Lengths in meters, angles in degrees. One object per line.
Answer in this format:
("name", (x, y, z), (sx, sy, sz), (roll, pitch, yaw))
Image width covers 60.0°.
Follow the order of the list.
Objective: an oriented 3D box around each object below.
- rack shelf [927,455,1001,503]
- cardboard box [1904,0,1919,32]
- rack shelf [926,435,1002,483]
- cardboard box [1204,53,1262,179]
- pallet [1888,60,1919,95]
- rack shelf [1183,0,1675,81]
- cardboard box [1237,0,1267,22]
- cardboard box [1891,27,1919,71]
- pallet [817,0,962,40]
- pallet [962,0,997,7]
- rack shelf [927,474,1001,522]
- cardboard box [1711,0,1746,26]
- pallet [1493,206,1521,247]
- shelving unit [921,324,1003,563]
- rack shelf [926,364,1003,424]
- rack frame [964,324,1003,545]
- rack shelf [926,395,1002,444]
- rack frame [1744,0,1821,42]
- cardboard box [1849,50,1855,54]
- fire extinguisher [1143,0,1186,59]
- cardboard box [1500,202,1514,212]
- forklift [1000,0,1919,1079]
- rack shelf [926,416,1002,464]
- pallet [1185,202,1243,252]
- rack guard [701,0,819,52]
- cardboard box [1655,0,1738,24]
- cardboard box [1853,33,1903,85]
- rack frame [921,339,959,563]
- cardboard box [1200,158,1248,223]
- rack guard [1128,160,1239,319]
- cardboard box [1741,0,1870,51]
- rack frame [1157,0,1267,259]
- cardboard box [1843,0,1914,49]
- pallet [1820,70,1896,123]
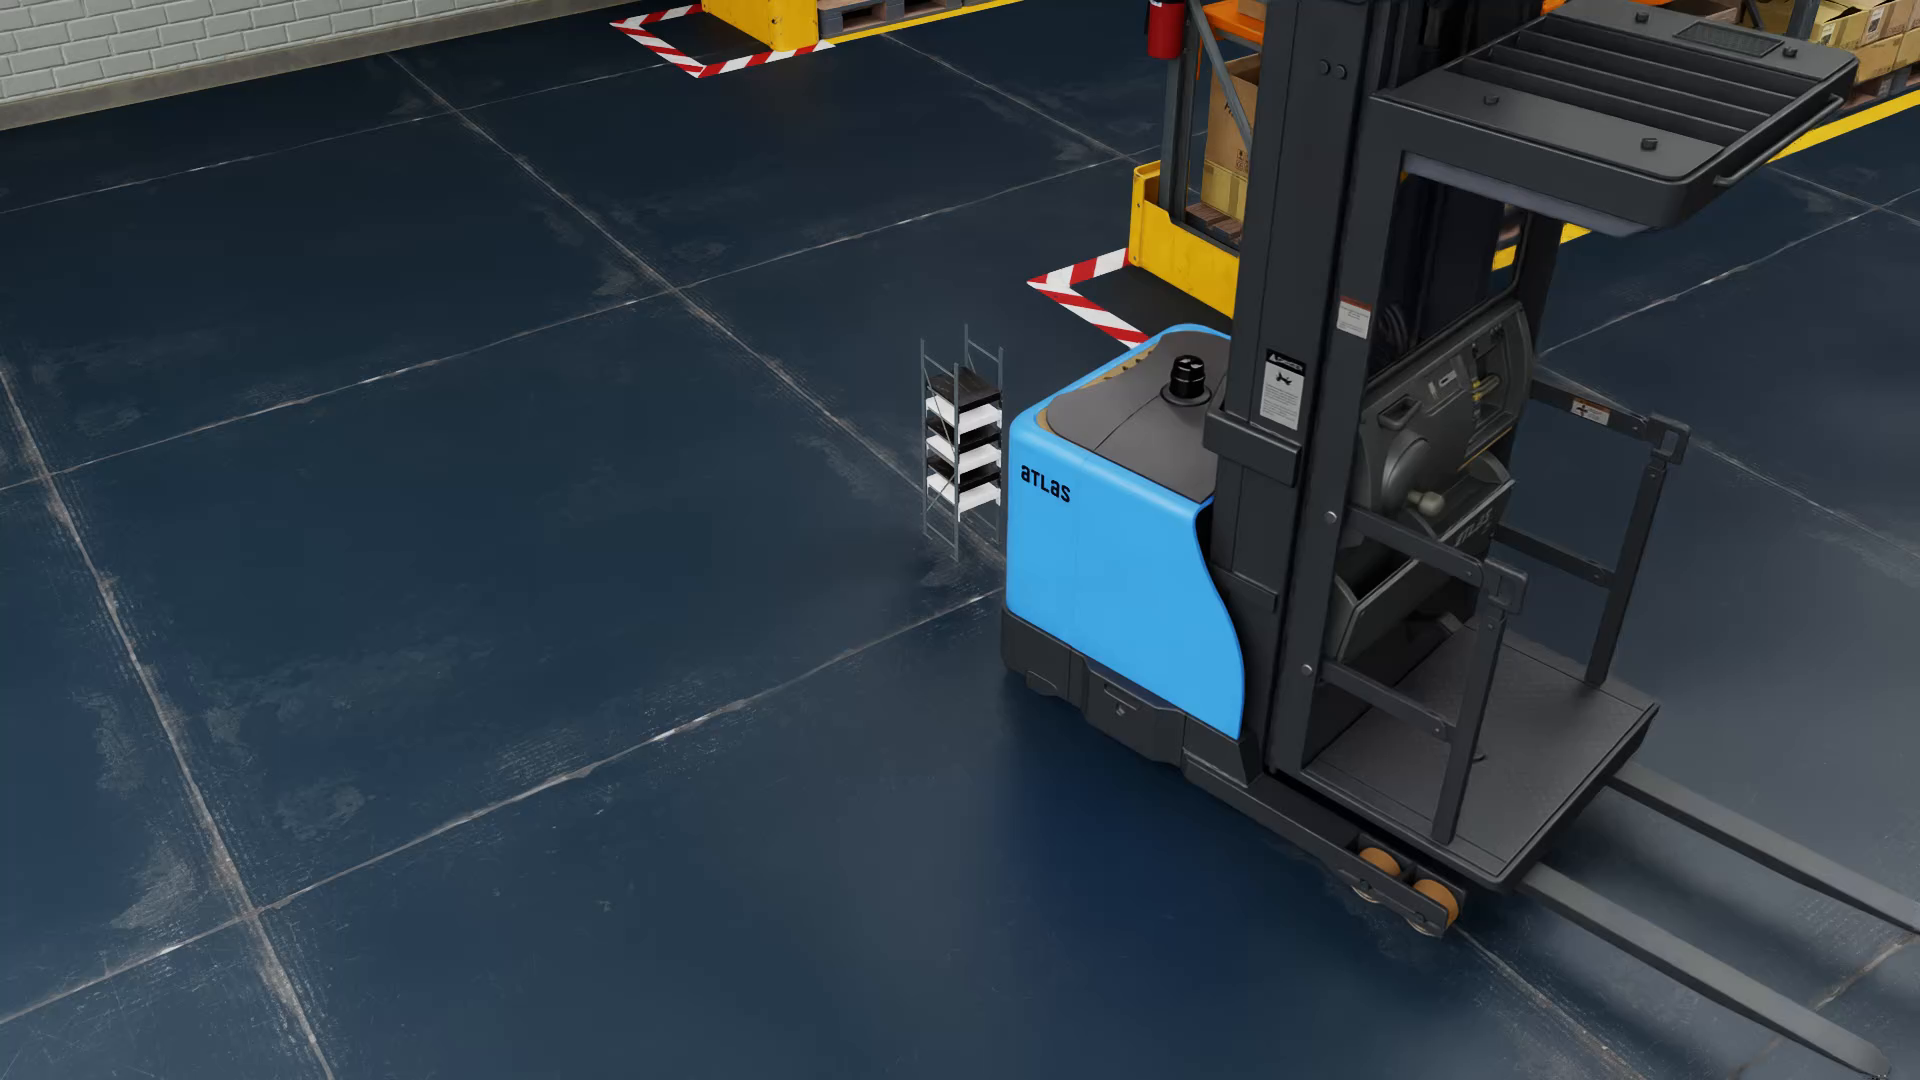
("rack shelf", (0.007, -0.268, 6.563), (0.200, 0.077, 0.258), (-22, 41, -28))
("cardboard box", (5.948, -3.488, 10.545), (0.500, 0.311, 0.500), (-24, 42, -29))
("rack shelf", (0.007, -0.341, 6.511), (0.200, 0.077, 0.258), (-22, 41, -28))
("cardboard box", (1.629, -2.181, 8.566), (0.500, 0.500, 0.500), (-22, 41, -28))
("pallet", (6.210, -3.392, 11.286), (1.213, 0.211, 1.003), (-22, 41, -28))
("rack shelf", (2.997, -2.880, 8.802), (4.000, 0.370, 1.077), (-22, 41, -28))
("cardboard box", (1.751, -2.691, 7.837), (0.500, 0.500, 0.700), (-22, 41, -28))
("cardboard box", (5.945, -3.264, 10.714), (0.500, 0.250, 0.500), (-24, 42, -29))
("pallet", (-0.748, -4.013, 12.148), (1.213, 0.211, 1.003), (-22, 41, -28))
("pallet", (0.248, -4.420, 12.715), (1.213, 0.211, 1.003), (-22, 41, -28))
("rack shelf", (0.007, -0.195, 6.616), (0.200, 0.077, 0.258), (-22, 41, -28))
("cardboard box", (4.798, -3.400, 10.423), (0.500, 0.311, 0.500), (-22, 41, -28))
("pallet", (2.960, -2.053, 9.423), (1.213, 0.211, 1.003), (-22, 41, -28))
("shelving unit", (0.007, -0.368, 6.491), (0.210, 0.900, 0.258), (-22, 41, -28))
("rack shelf", (0.007, -0.560, 6.353), (0.200, 0.077, 0.258), (-22, 41, -28))
("rack frame", (0.090, -0.402, 6.539), (0.006, 0.900, 0.240), (-22, 41, -28))
("rack shelf", (0.007, -0.487, 6.405), (0.200, 0.077, 0.258), (-22, 41, -28))
("rack frame", (4.632, -3.845, 9.527), (0.127, 3.000, 1.000), (-22, 41, -28))
("cardboard box", (5.104, -2.917, 10.232), (0.500, 0.250, 0.500), (-23, 42, -29))
("fire extinguisher", (0.998, -2.650, 7.932), (0.183, 0.674, 0.296), (-22, 41, -28))
("cardboard box", (2.744, -1.966, 8.910), (0.500, 0.250, 0.500), (-22, 41, -28))
("forklift", (1.567, -0.333, 4.702), (3.031, 2.935, 1.130), (29, 45, 34))
("rack shelf", (0.007, -0.414, 6.458), (0.200, 0.077, 0.258), (-22, 41, -28))
("pallet", (1.963, -1.645, 8.856), (1.213, 0.211, 1.003), (-22, 41, -28))
("rack guard", (-1.432, -3.873, 11.707), (0.348, 0.500, 1.175), (-22, 41, -28))
("cardboard box", (3.963, -2.781, 9.401), (0.500, 0.500, 0.500), (-22, 41, -28))
("cardboard box", (5.523, -3.088, 10.470), (0.500, 0.250, 0.500), (-21, 41, -27))
("rack frame", (-0.076, -0.334, 6.443), (0.006, 0.900, 0.240), (-22, 41, -28))
("cardboard box", (1.630, -1.875, 8.784), (0.500, 0.250, 0.500), (-22, 41, -28))
("rack guard", (1.343, -1.477, 8.375), (0.348, 0.500, 1.175), (-22, 41, -28))
("cardboard box", (5.113, -3.147, 10.072), (0.500, 0.311, 0.500), (-22, 41, -28))
("rack frame", (1.362, -2.500, 7.657), (0.127, 3.000, 1.000), (-22, 41, -28))
("cardboard box", (5.525, -3.313, 10.302), (0.500, 0.311, 0.500), (-23, 42, -28))
("pallet", (5.212, -2.980, 10.712), (1.213, 0.211, 1.003), (-22, 41, -28))
